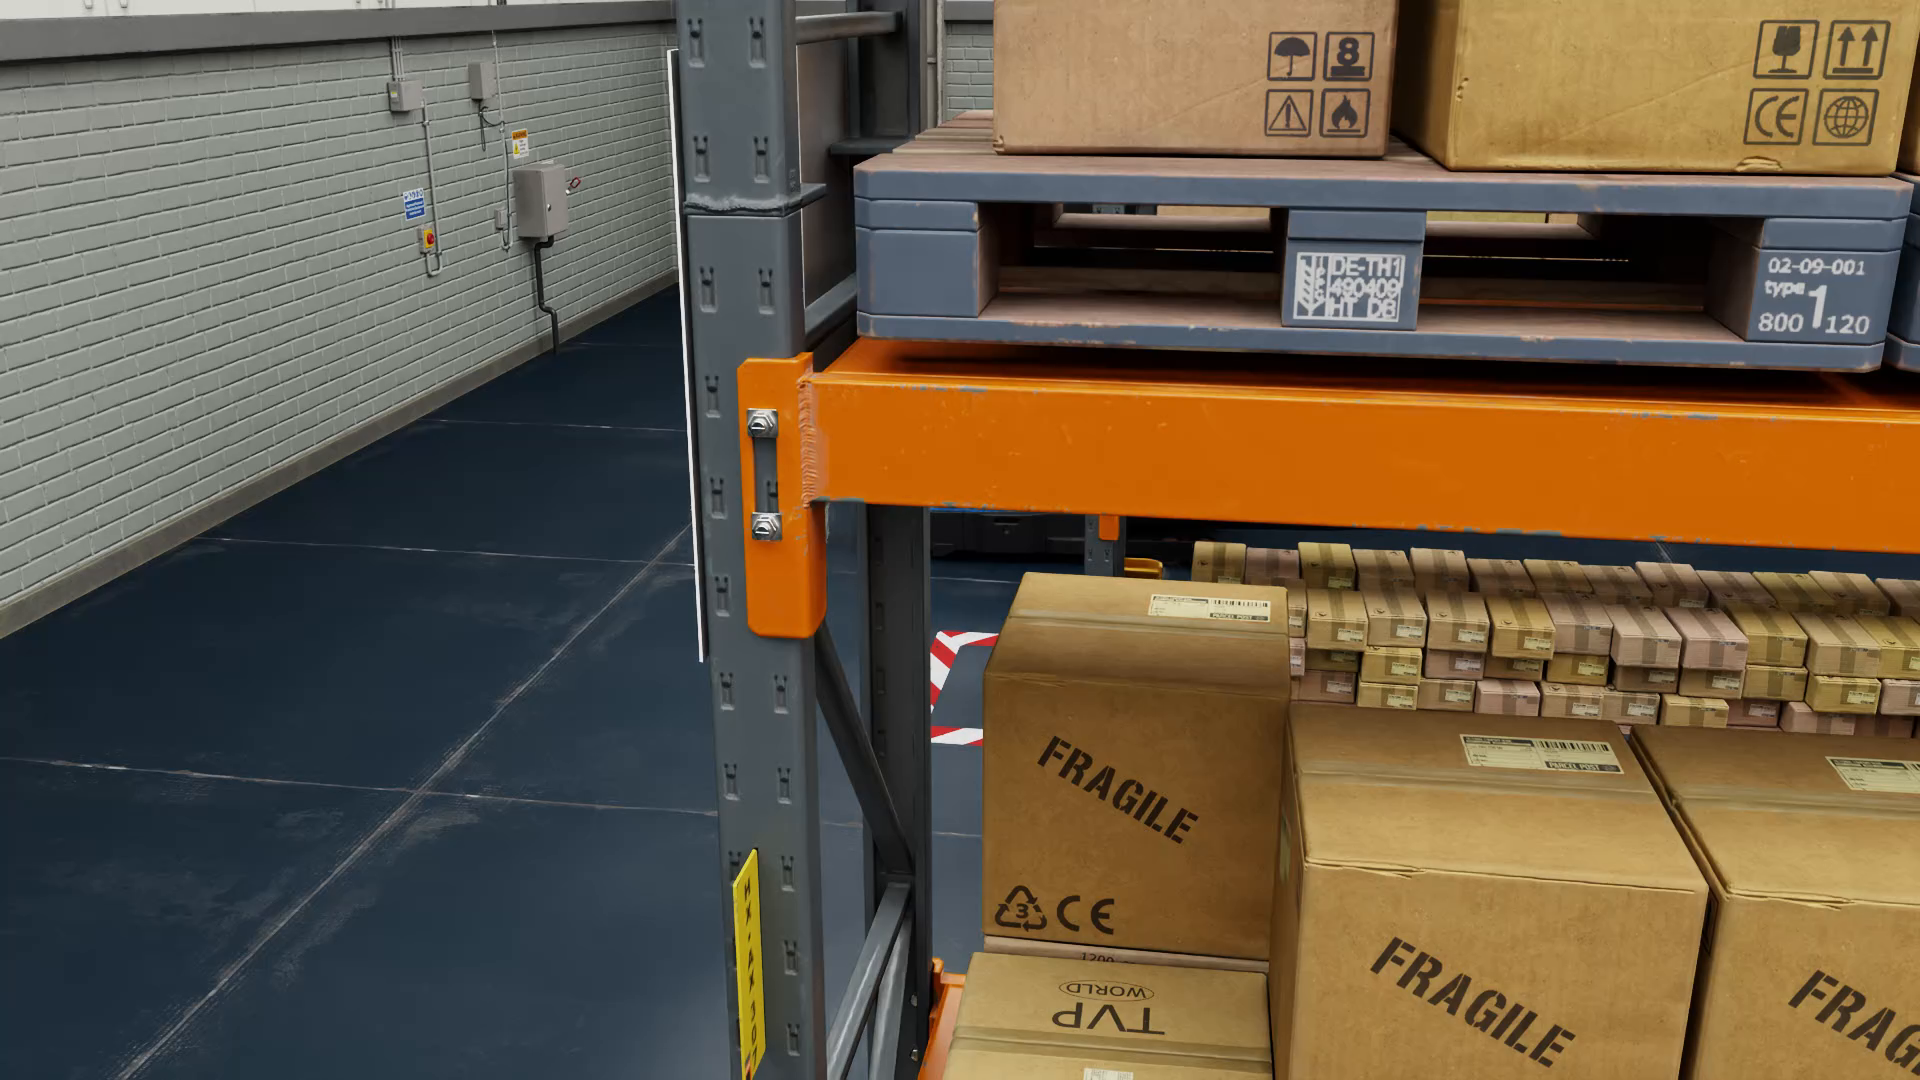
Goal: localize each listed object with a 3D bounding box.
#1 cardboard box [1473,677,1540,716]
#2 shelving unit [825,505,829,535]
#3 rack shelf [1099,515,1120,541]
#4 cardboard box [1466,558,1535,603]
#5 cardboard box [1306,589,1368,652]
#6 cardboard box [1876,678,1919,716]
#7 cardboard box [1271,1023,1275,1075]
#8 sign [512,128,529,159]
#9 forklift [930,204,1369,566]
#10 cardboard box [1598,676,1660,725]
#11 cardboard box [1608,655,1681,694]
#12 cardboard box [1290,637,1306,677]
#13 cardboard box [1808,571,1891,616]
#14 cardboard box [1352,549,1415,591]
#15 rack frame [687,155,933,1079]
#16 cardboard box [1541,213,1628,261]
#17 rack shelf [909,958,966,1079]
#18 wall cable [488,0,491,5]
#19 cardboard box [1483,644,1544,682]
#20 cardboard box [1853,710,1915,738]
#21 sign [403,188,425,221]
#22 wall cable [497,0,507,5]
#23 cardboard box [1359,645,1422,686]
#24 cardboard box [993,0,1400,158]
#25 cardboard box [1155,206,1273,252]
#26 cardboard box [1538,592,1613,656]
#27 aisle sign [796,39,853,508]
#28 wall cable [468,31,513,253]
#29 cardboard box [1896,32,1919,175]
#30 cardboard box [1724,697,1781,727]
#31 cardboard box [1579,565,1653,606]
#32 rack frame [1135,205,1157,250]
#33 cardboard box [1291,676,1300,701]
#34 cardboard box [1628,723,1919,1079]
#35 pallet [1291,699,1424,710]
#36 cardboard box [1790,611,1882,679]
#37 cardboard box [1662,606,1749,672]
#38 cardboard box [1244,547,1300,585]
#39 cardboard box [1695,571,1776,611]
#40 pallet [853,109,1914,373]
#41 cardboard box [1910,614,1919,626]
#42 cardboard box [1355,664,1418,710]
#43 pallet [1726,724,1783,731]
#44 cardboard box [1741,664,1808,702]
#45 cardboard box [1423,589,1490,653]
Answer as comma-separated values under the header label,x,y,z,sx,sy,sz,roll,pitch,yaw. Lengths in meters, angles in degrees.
label,x,y,z,sx,sy,sz,roll,pitch,yaw
cardboard box,2.408,0.670,7.406,0.250,0.149,0.380,2,19,6
shelving unit,-0.595,-0.577,10.136,0.503,1.200,0.258,1,19,3
rack shelf,2.664,-0.236,7.415,4.000,0.370,1.077,3,19,9
cardboard box,2.529,0.221,7.809,0.250,0.149,0.380,2,19,7
cardboard box,1.673,0.355,7.409,0.250,0.149,0.380,3,19,9
cardboard box,4.008,0.609,7.117,0.250,0.149,0.380,2,19,6
cardboard box,0.824,0.768,3.048,0.500,0.250,0.500,3,19,8
sign,-3.932,-3.546,14.871,0.001,0.242,0.339,3,19,9
forklift,1.183,-1.405,9.882,3.031,2.935,1.130,1,19,3
cardboard box,2.929,0.677,7.383,0.250,0.149,0.380,3,19,10
cardboard box,2.993,0.531,7.350,0.250,0.149,0.380,2,19,6
cardboard box,1.427,0.472,7.527,0.250,0.149,0.380,3,19,8
cardboard box,4.069,0.280,7.634,0.250,0.149,0.380,4,19,11
cardboard box,2.013,0.177,7.940,0.250,0.149,0.380,2,19,6
rack frame,-0.197,0.871,2.973,0.127,3.000,1.000,3,19,9
cardboard box,2.603,-1.154,6.821,0.500,0.500,0.500,2,19,7
rack shelf,1.778,1.313,2.786,4.000,0.370,1.077,3,19,9
wall cable,-4.164,-5.512,12.595,0.029,3.000,2.355,3,19,9
cardboard box,2.471,0.488,7.480,0.250,0.149,0.380,4,19,11
cardboard box,3.954,0.724,7.243,0.250,0.149,0.380,3,19,10
sign,-4.264,-2.626,12.999,0.001,0.218,0.327,3,19,9
wall cable,-3.685,-6.401,15.192,0.133,3.039,2.988,3,19,9
cardboard box,1.919,0.504,7.433,0.250,0.149,0.380,4,19,10
cardboard box,0.325,-0.836,2.370,0.500,0.500,0.700,2,19,5
cardboard box,1.091,-1.235,7.064,0.500,0.500,0.500,3,19,8
cardboard box,2.719,0.368,7.368,0.250,0.149,0.380,3,19,9
aisle sign,-0.221,-0.459,2.852,0.004,0.787,0.394,3,19,9
wall cable,-3.983,-3.437,14.246,0.122,1.984,0.588,3,19,9
cardboard box,1.379,-0.759,2.140,0.500,0.500,0.700,2,19,5
cardboard box,3.442,0.680,7.376,0.250,0.149,0.380,2,19,7
cardboard box,3.030,0.250,7.722,0.250,0.149,0.380,2,19,6
rack frame,1.375,-2.234,12.251,0.127,3.000,1.000,3,19,9
cardboard box,1.427,0.589,7.646,0.250,0.149,0.380,3,19,8
cardboard box,1.240,0.604,2.358,0.500,0.500,0.500,2,19,7
pallet,1.561,0.700,7.877,1.213,0.211,1.003,3,19,9
cardboard box,3.741,0.447,7.133,0.250,0.149,0.380,3,19,8
cardboard box,3.215,0.425,7.199,0.250,0.149,0.380,2,19,6
cardboard box,1.491,0.171,7.959,0.250,0.149,0.380,3,19,10
cardboard box,3.550,0.276,7.644,0.250,0.149,0.380,2,19,7
pallet,0.537,-0.475,2.409,1.213,0.211,1.003,3,19,9
cardboard box,4.246,0.458,7.101,0.250,0.149,0.380,3,19,10
cardboard box,1.909,0.647,7.474,0.250,0.149,0.380,3,19,9
pallet,3.970,0.823,7.510,1.213,0.211,1.003,3,19,9
cardboard box,3.509,0.558,7.270,0.250,0.149,0.380,3,19,9
cardboard box,2.203,0.358,7.399,0.250,0.149,0.380,4,19,11
